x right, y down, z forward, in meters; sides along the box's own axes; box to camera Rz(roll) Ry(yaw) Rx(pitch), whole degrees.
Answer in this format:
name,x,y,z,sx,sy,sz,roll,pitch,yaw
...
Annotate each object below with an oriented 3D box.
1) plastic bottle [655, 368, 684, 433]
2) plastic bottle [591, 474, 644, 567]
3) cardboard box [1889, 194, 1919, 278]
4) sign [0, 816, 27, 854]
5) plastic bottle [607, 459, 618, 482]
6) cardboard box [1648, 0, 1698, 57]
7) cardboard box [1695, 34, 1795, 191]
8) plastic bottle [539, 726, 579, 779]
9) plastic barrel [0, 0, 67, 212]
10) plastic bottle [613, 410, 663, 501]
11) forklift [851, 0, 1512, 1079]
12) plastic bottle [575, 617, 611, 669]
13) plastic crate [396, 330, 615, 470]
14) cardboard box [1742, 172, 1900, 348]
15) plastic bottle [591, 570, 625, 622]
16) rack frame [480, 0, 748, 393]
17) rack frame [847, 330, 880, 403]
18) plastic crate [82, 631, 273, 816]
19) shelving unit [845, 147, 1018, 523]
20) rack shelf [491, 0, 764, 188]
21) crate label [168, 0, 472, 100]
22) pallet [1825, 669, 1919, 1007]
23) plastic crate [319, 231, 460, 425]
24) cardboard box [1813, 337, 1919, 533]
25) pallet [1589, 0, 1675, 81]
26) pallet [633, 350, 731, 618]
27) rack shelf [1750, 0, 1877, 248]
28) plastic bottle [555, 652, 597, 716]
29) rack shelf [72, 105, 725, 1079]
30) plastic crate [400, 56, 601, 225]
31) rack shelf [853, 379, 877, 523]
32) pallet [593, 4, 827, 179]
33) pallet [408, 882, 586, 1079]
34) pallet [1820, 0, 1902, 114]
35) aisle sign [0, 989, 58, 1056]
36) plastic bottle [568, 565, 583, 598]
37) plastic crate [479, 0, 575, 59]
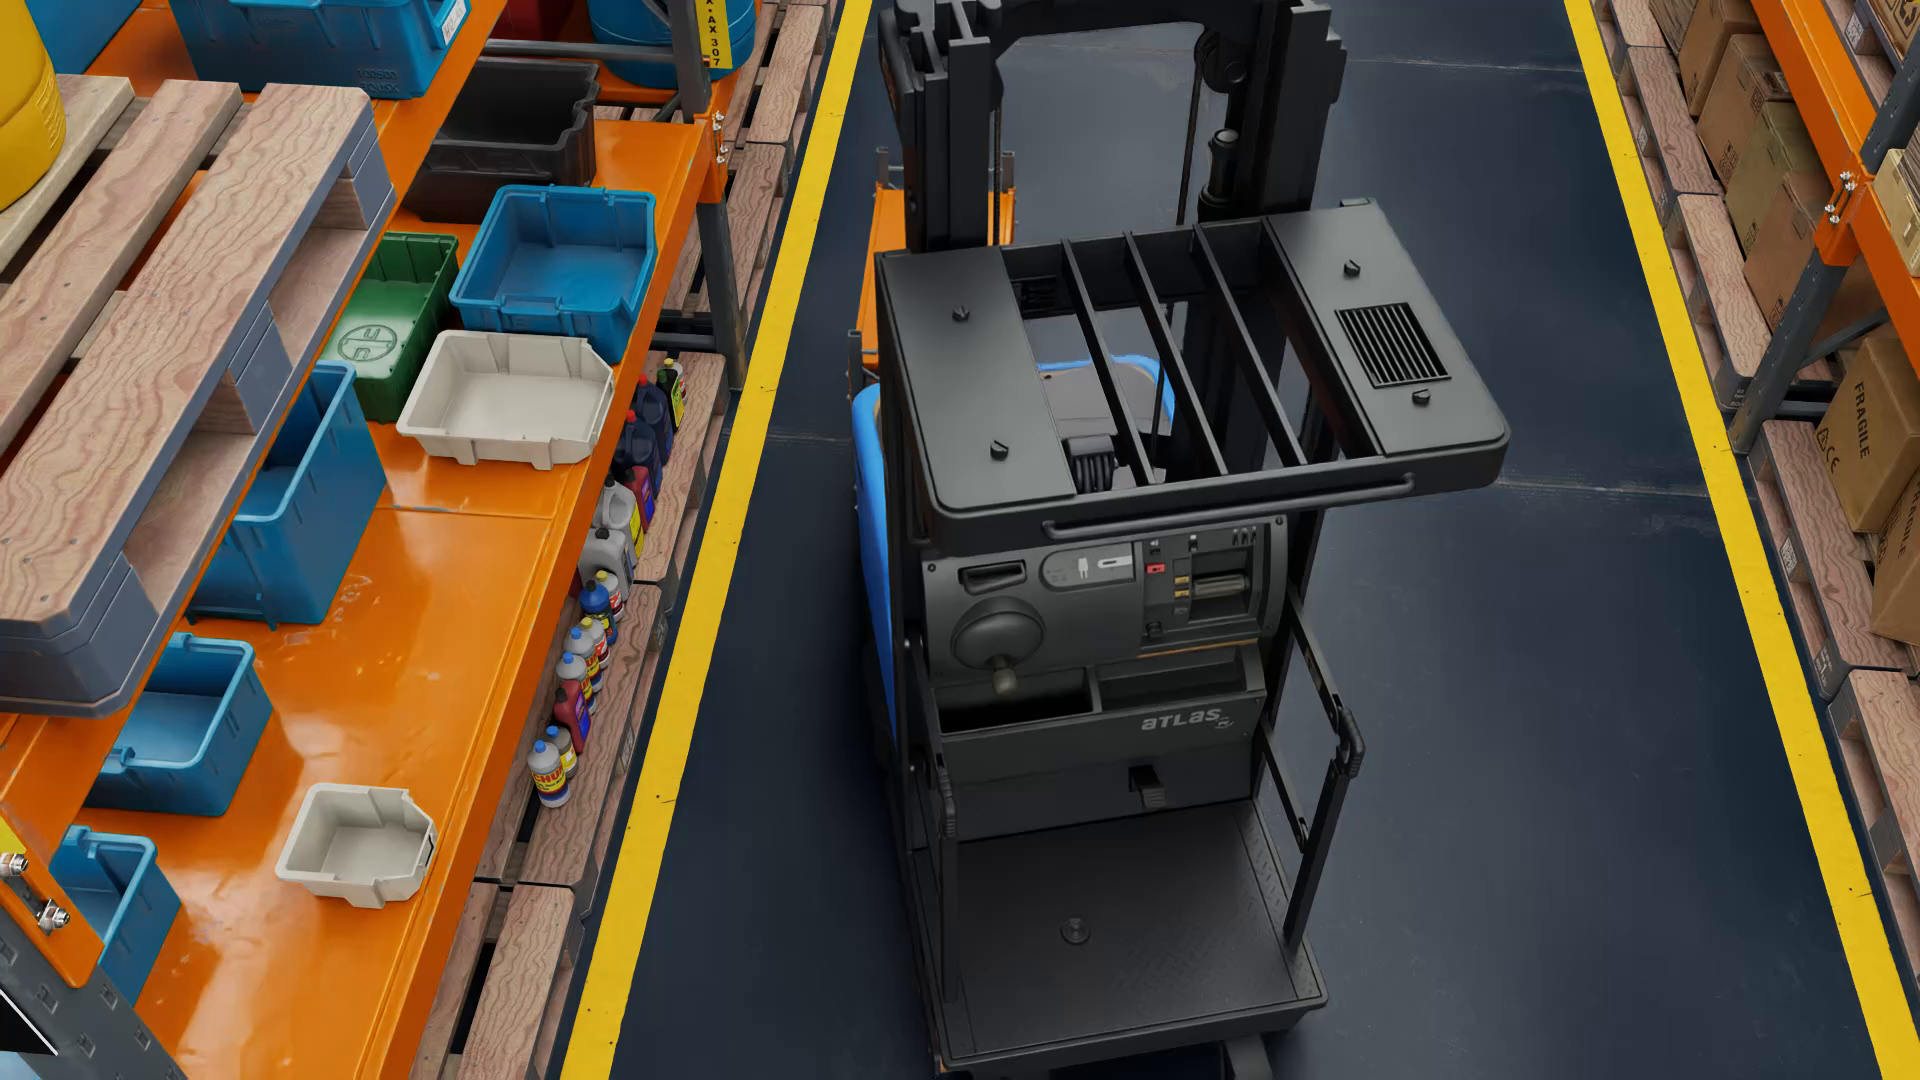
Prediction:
name,x,y,z,sx,sy,sz,roll,pitch,yaw
plastic bottle,-1.097,-0.549,6.262,0.061,0.283,0.133,6,48,5
plastic bottle,-1.200,-0.076,5.784,0.144,0.351,0.185,4,48,3
cardboard box,3.196,-0.954,5.260,0.380,0.149,0.250,4,48,4
sign,-1.199,0.272,1.930,0.100,0.325,0.005,4,48,4
plastic bottle,-1.320,-0.280,6.021,0.152,0.276,0.135,4,48,4
cardboard box,3.836,-2.701,8.084,0.700,0.500,0.500,0,48,0
cardboard box,3.741,-1.874,7.327,0.700,0.500,0.500,0,48,0
plastic bottle,-1.261,0.655,5.216,0.097,0.201,0.097,0,48,0
plastic barrel,-1.769,-0.817,2.520,0.600,0.588,0.600,0,48,0
plastic bottle,-1.171,-0.313,6.001,0.144,0.351,0.185,2,48,2
forklift,0.409,0.253,4.032,1.130,2.935,3.031,-8,48,-7
plastic bottle,-1.221,0.333,5.511,0.097,0.201,0.097,0,48,0
plastic crate,-1.277,-0.393,4.756,0.530,0.136,0.437,4,48,4
cardboard box,3.628,-1.114,6.632,0.700,0.500,0.500,1,48,1
plastic bottle,-1.202,0.182,5.649,0.097,0.201,0.097,0,48,0
rack frame,-1.382,-1.692,5.765,1.000,3.000,0.127,4,48,4
rack frame,-0.111,-0.274,5.738,0.500,1.125,0.032,2,48,2
plastic crate,-1.934,0.432,3.923,0.499,0.251,0.408,4,48,4
shelving unit,-0.082,-0.649,6.081,0.538,1.125,1.048,2,48,2
rack shelf,-1.199,-2.919,7.375,1.077,0.370,4.000,4,48,4
crate label,-1.246,-1.069,3.263,0.502,0.251,0.408,4,48,4
pallet,3.416,0.977,5.214,1.003,0.211,1.213,4,48,4
plastic crate,-1.786,-0.642,4.948,0.450,0.188,0.662,4,48,4
cardboard box,3.475,-0.366,5.962,0.500,0.500,0.500,3,48,2
pallet,3.843,-2.783,8.653,1.003,0.211,1.213,4,48,4
pallet,-1.484,-0.261,6.345,1.003,0.211,1.213,4,48,4
rack shelf,3.733,-2.586,7.070,1.077,0.370,4.000,4,48,4
plastic bottle,-1.239,0.456,5.351,0.097,0.271,0.097,0,48,0
rack shelf,-1.564,0.020,4.686,1.077,0.370,4.000,4,48,4
plastic crate,-1.556,-1.295,5.444,0.767,0.338,0.504,4,48,4
rack shelf,-0.082,-0.484,6.261,0.538,0.278,1.000,2,48,2
pallet,-1.240,-2.230,8.147,1.003,0.211,1.213,4,48,4
pallet,-1.707,1.532,4.705,1.003,0.211,1.213,4,48,4
pallet,3.765,-1.846,6.036,1.003,0.211,1.213,4,48,4
aisle sign,-1.461,0.442,2.051,0.394,0.787,0.004,4,48,4
plastic bottle,-1.325,0.059,5.706,0.061,0.283,0.133,4,48,4
plastic crate,-1.642,-2.090,6.086,0.402,0.464,0.583,4,48,4
